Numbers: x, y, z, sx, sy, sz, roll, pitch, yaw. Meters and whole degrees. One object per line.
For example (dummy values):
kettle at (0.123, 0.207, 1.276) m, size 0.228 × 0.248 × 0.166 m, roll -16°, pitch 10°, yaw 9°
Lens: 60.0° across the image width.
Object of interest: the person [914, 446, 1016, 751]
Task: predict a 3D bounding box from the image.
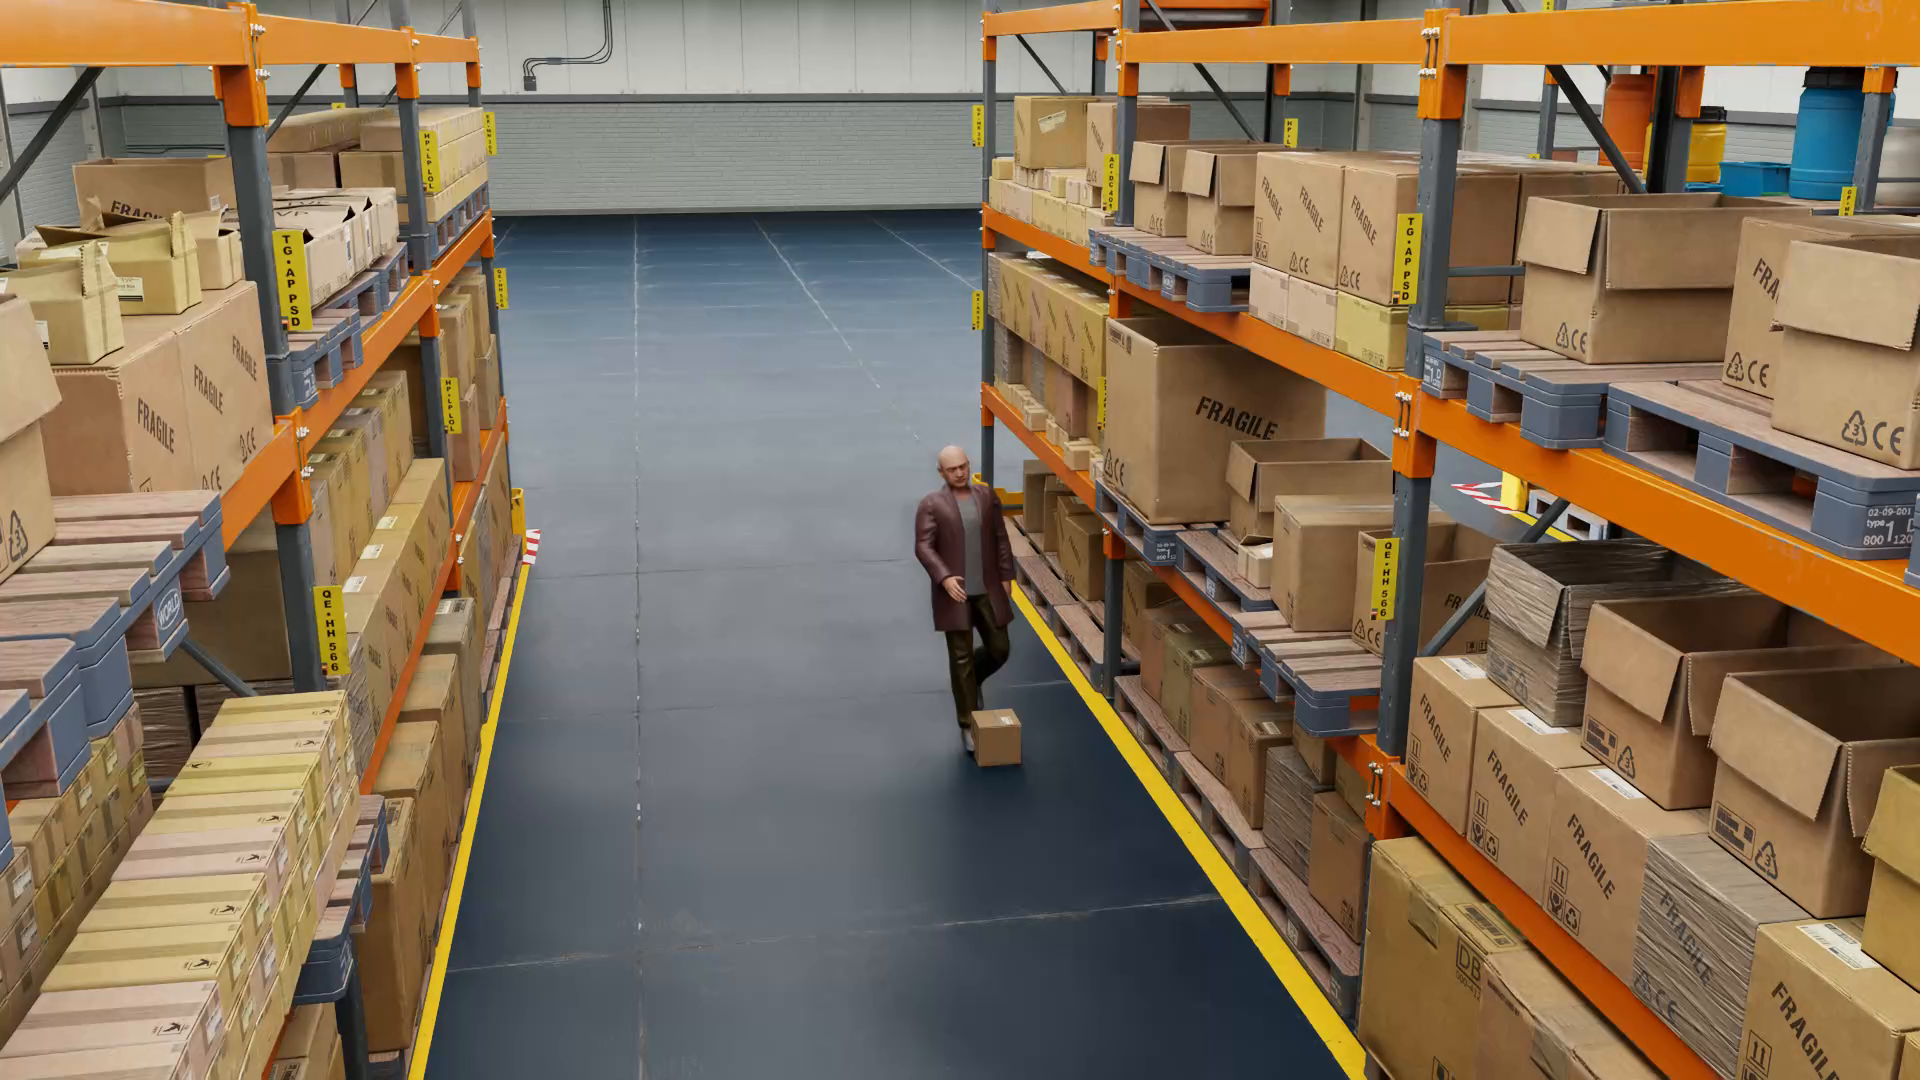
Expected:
person at (0.077, 0.321, 9.982) m, size 0.666 × 1.732 × 0.851 m, roll -6°, pitch 17°, yaw -20°
